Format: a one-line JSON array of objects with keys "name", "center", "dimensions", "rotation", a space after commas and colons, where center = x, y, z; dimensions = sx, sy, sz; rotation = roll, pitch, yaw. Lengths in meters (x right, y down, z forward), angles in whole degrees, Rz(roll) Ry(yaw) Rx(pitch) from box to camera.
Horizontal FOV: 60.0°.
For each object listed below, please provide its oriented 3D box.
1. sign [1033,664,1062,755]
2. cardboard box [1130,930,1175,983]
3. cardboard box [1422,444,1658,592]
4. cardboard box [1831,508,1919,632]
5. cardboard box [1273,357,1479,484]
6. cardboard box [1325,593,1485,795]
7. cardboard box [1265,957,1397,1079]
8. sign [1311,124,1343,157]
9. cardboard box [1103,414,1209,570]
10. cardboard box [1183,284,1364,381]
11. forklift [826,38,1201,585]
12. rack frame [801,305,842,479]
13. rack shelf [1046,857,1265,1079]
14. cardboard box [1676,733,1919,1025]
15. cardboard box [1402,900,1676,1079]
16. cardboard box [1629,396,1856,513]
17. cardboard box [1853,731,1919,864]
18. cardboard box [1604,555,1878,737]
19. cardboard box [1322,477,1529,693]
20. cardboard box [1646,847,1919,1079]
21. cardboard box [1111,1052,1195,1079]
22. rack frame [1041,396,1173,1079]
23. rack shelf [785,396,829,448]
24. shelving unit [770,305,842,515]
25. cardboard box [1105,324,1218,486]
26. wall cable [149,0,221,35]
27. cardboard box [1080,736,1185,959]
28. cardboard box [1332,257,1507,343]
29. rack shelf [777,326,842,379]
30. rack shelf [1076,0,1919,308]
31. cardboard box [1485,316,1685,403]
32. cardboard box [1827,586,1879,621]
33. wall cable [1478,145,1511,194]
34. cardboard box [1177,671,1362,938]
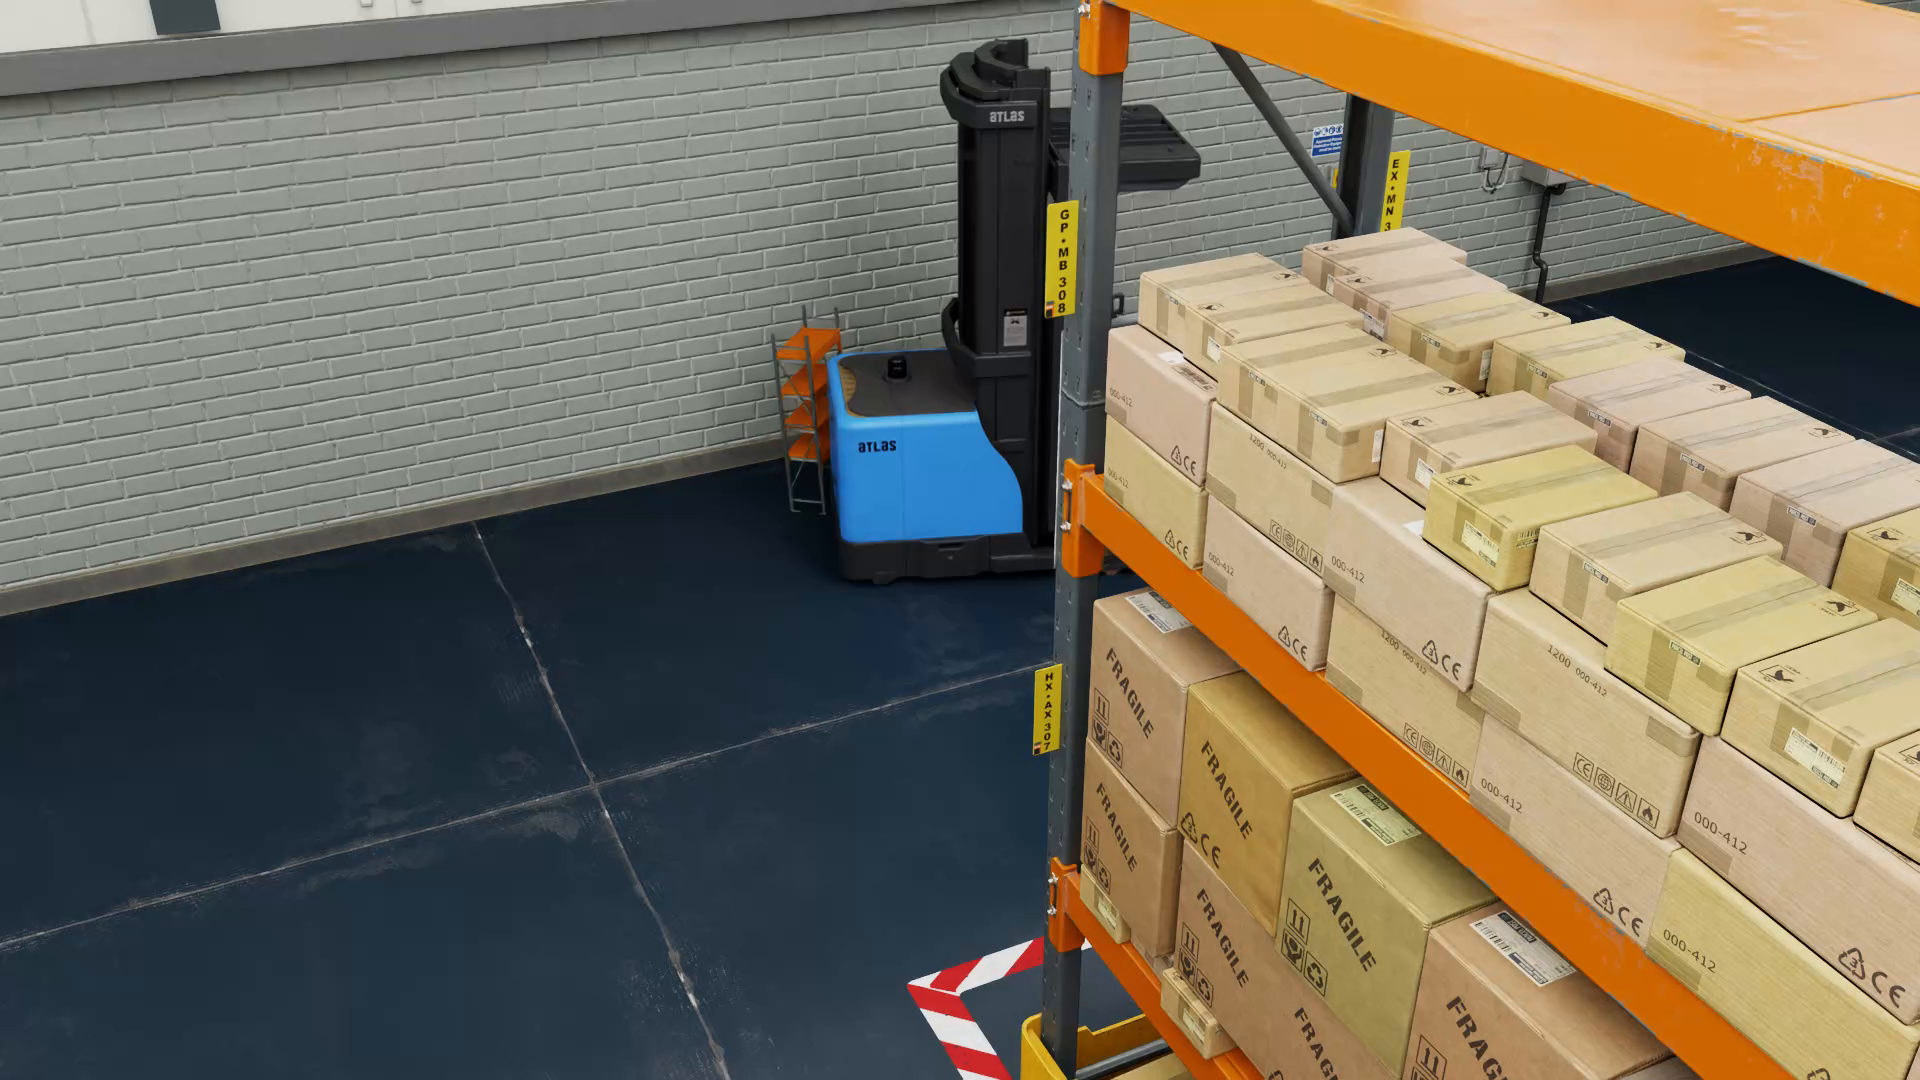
[{"name": "sign", "center": [0.282, 0.542, 5.304], "dimensions": [0.100, 0.325, 0.005], "rotation": [-13, 32, -22]}, {"name": "cardboard box", "center": [0.762, 1.231, 5.217], "dimensions": [0.380, 0.149, 0.250], "rotation": [-12, 31, -20]}, {"name": "cardboard box", "center": [1.186, -0.051, 3.414], "dimensions": [0.380, 0.149, 0.250], "rotation": [-12, 31, -20]}, {"name": "cardboard box", "center": [1.938, 0.055, 3.225], "dimensions": [0.380, 0.149, 0.250], "rotation": [-14, 32, -23]}, {"name": "cardboard box", "center": [0.953, -0.279, 3.821], "dimensions": [0.380, 0.149, 0.250], "rotation": [-13, 32, -21]}, {"name": "cardboard box", "center": [1.189, 0.273, 3.755], "dimensions": [0.500, 0.250, 0.500], "rotation": [-14, 32, -24]}, {"name": "cardboard box", "center": [1.167, 1.339, 4.362], "dimensions": [0.500, 0.500, 0.500], "rotation": [-13, 32, -21]}, {"name": "sign", "center": [2.688, -2.899, 12.049], "dimensions": [0.327, 0.218, 0.001], "rotation": [-13, 32, -22]}, {"name": "cardboard box", "center": [0.734, -0.185, 4.572], "dimensions": [0.500, 0.250, 0.500], "rotation": [-12, 31, -20]}, {"name": "cardboard box", "center": [0.799, -0.522, 4.254], "dimensions": [0.380, 0.149, 0.250], "rotation": [-12, 31, -20]}, {"name": "forklift", "center": [0.742, -1.331, 9.600], "dimensions": [3.031, 2.935, 1.130], "rotation": [-4, 30, -7]}, {"name": "rack frame", "center": [-0.841, -0.927, 10.635], "dimensions": [0.240, 1.200, 0.015], "rotation": [6, 30, 17]}, {"name": "rack shelf", "center": [1.631, 2.003, 4.319], "dimensions": [1.077, 0.370, 4.000], "rotation": [-13, 32, -22]}, {"name": "cardboard box", "center": [1.621, 0.500, 2.840], "dimensions": [0.500, 0.250, 0.500], "rotation": [-12, 31, -20]}, {"name": "cardboard box", "center": [1.372, 1.131, 3.711], "dimensions": [0.500, 0.500, 0.500], "rotation": [-14, 32, -24]}, {"name": "cardboard box", "center": [1.701, -0.171, 3.629], "dimensions": [0.380, 0.149, 0.250], "rotation": [-12, 32, -21]}, {"name": "cardboard box", "center": [1.653, 0.398, 2.613], "dimensions": [0.380, 0.149, 0.250], "rotation": [-14, 32, -24]}, {"name": "cardboard box", "center": [1.402, 0.184, 2.996], "dimensions": [0.380, 0.149, 0.250], "rotation": [-14, 32, -23]}, {"name": "cardboard box", "center": [1.157, 0.049, 3.643], "dimensions": [0.500, 0.250, 0.500], "rotation": [-13, 32, -21]}, {"name": "cardboard box", "center": [1.612, 0.723, 2.954], "dimensions": [0.500, 0.250, 0.500], "rotation": [-13, 32, -23]}, {"name": "cardboard box", "center": [0.690, 1.910, 5.628], "dimensions": [0.380, 0.149, 0.250], "rotation": [-15, 32, -24]}, {"name": "rack frame", "center": [0.772, 0.806, 5.719], "dimensions": [1.000, 3.000, 0.127], "rotation": [-13, 32, -22]}, {"name": "rack shelf", "center": [-0.912, -0.755, 10.464], "dimensions": [0.258, 0.148, 0.480], "rotation": [6, 30, 17]}, {"name": "shelving unit", "center": [-0.915, -0.814, 10.432], "dimensions": [0.258, 1.200, 0.503], "rotation": [6, 30, 17]}, {"name": "cardboard box", "center": [0.730, -0.402, 4.449], "dimensions": [0.500, 0.250, 0.500], "rotation": [-13, 32, -21]}, {"name": "wall cable", "center": [-3.066, -5.439, 7.432], "dimensions": [2.277, 5.999, 0.120], "rotation": [-13, 32, -22]}, {"name": "cardboard box", "center": [0.715, 0.889, 5.164], "dimensions": [0.500, 0.500, 0.500], "rotation": [-12, 31, -20]}, {"name": "cardboard box", "center": [1.217, -0.619, 4.427], "dimensions": [0.380, 0.149, 0.250], "rotation": [-13, 32, -21]}, {"name": "rack shelf", "center": [-0.937, -1.159, 10.247], "dimensions": [0.258, 0.148, 0.480], "rotation": [6, 30, 17]}, {"name": "rack shelf", "center": [1.631, -0.612, 2.853], "dimensions": [1.077, 0.370, 4.000], "rotation": [-13, 32, -22]}, {"name": "cardboard box", "center": [1.520, -0.407, 4.050], "dimensions": [0.380, 0.149, 0.250], "rotation": [-13, 32, -21]}, {"name": "cardboard box", "center": [1.844, 0.173, 3.423], "dimensions": [0.500, 0.250, 0.500], "rotation": [-15, 32, -24]}, {"name": "wall cable", "center": [4.033, -3.510, 12.377], "dimensions": [0.588, 1.984, 0.122], "rotation": [-13, 32, -22]}, {"name": "cardboard box", "center": [0.947, 0.672, 4.529], "dimensions": [0.500, 0.500, 0.500], "rotation": [-12, 31, -21]}]
